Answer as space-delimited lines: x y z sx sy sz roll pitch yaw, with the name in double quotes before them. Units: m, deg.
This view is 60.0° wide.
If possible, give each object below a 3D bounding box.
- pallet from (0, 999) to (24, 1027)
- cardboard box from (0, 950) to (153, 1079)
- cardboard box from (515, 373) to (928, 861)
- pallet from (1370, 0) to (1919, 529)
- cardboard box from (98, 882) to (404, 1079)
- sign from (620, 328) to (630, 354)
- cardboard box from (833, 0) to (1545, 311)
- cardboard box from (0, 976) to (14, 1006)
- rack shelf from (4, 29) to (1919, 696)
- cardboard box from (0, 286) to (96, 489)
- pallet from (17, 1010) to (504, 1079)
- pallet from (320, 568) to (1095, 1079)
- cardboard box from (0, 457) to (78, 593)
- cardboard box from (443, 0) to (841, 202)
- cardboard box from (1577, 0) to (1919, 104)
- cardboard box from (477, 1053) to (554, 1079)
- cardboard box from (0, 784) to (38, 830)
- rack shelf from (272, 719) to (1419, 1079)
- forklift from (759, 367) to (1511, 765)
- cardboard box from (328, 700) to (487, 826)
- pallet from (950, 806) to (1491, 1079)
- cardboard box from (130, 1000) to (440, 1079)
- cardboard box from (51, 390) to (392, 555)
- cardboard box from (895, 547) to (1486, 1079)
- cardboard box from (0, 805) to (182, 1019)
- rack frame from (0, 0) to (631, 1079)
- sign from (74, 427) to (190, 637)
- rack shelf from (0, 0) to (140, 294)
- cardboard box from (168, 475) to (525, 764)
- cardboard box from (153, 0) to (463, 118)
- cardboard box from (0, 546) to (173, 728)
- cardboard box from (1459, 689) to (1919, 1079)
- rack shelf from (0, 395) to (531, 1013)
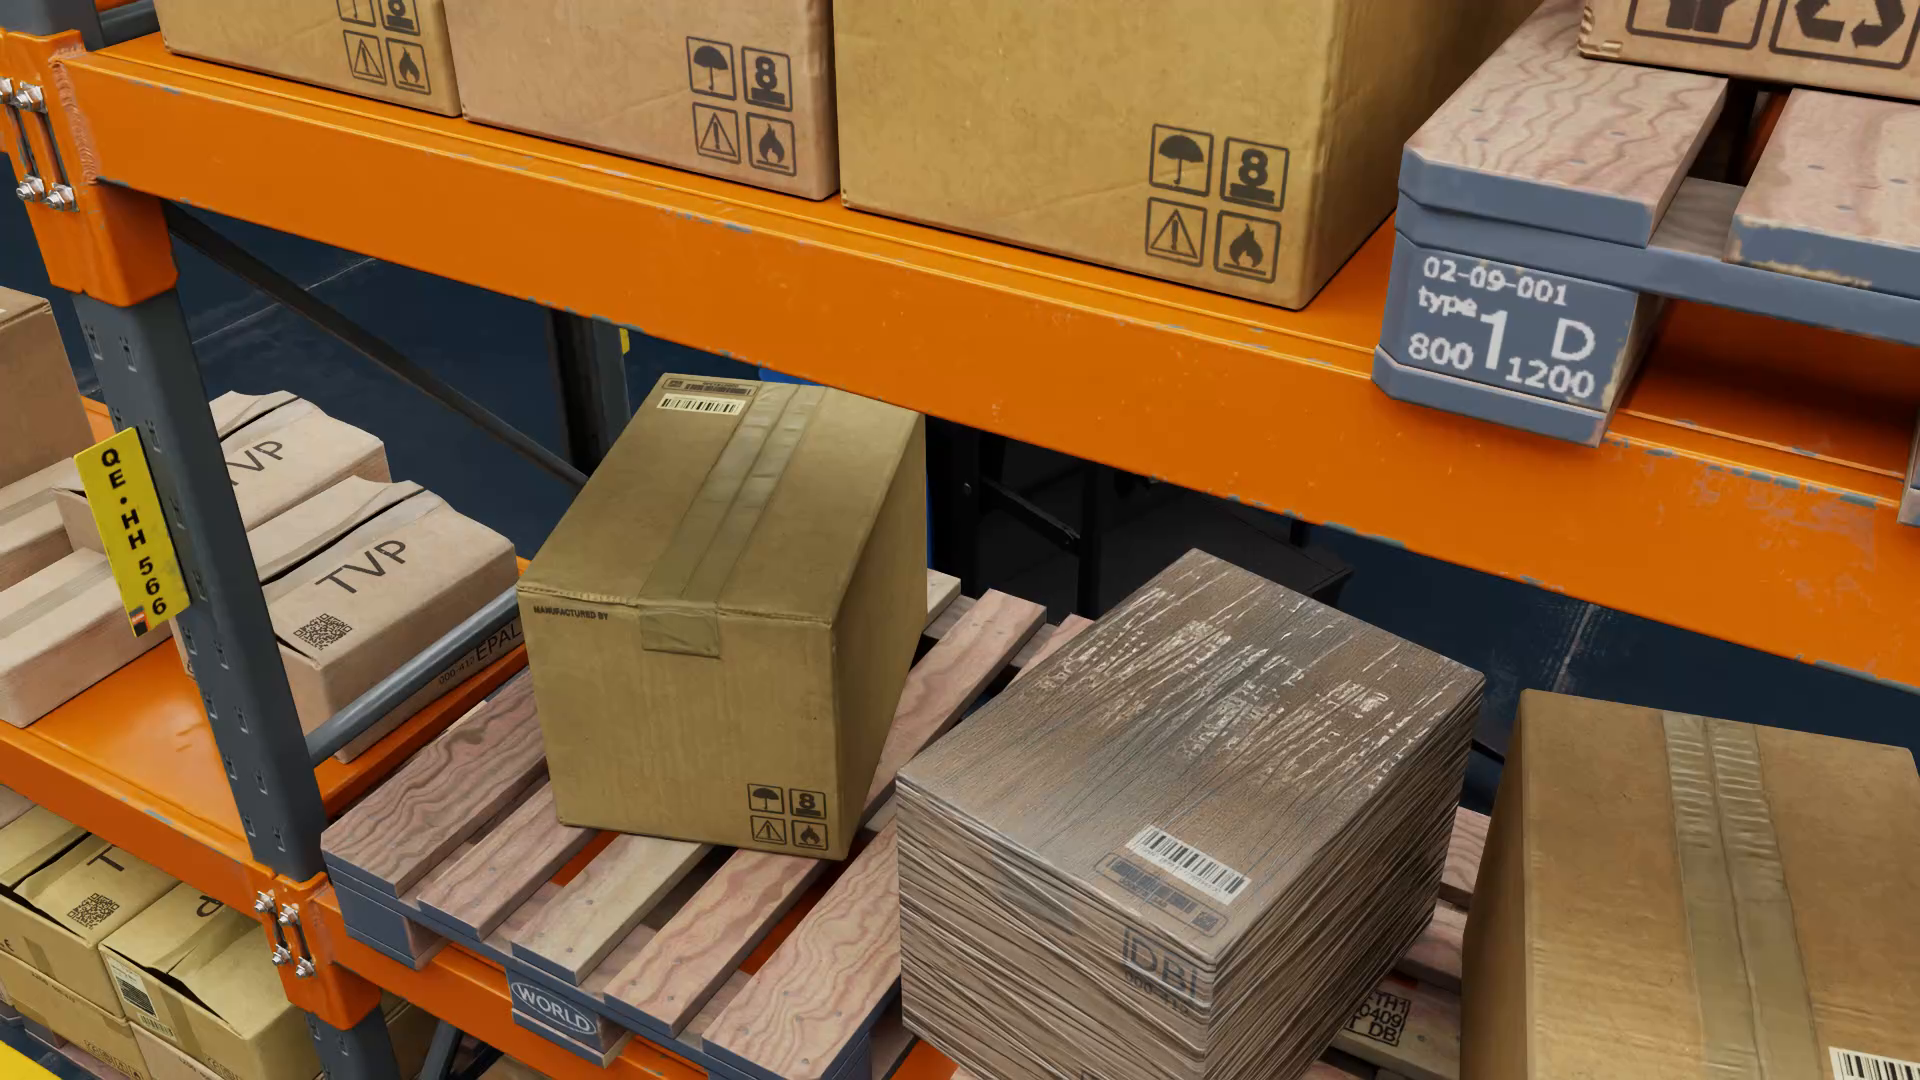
"pallet" -2.724 0.785 4.880 1.213 0.211 1.003 18 37 24
"cardboard box" -2.001 1.008 4.132 0.500 0.250 0.500 17 37 24
"cardboard box" -0.371 0.108 2.912 0.500 0.500 0.700 6 34 9
"pallet" 1.066 -0.361 1.550 1.003 0.211 1.213 18 37 24
"cardboard box" -1.551 0.916 3.763 0.500 0.311 0.500 19 38 26
"sign" -0.713 -0.507 3.332 0.005 0.325 0.100 18 37 24
"cardboard box" 0.316 -0.697 1.794 0.500 0.500 0.910 18 37 24
"cardboard box" -2.436 0.868 4.342 0.500 0.250 0.500 18 38 25
"rack shelf" 0.763 -0.193 1.777 4.000 0.370 1.077 18 37 24
"cardboard box" -2.439 -0.289 3.888 0.500 0.500 0.500 16 37 22
"pallet" -1.669 1.121 4.376 1.213 0.211 1.003 18 37 24
"pallet" -0.350 0.438 3.059 1.003 0.211 1.213 18 37 24
"cardboard box" -2.109 -0.013 3.790 0.250 0.149 0.380 21 39 28
"cardboard box" -0.135 -0.840 2.009 0.500 0.500 0.910 18 37 24
"cardboard box" 0.939 -0.740 1.390 0.600 0.600 0.600 16 37 23
"cardboard box" -0.720 1.326 3.411 0.500 0.500 0.500 19 38 26
"cardboard box" -2.442 0.637 4.184 0.500 0.311 0.500 17 37 24
"rack shelf" 0.763 1.055 2.608 4.000 0.370 1.077 18 37 24
"forklift" 0.588 -0.844 4.873 1.130 2.935 3.031 -25 41 -32
"cardboard box" -1.283 0.657 4.154 0.500 0.311 0.500 19 38 26
"pallet" 0.717 0.818 2.488 1.213 0.211 1.003 18 37 24
"cardboard box" -1.552 1.148 3.921 0.500 0.250 0.500 19 38 25
"cardboard box" -1.654 -0.096 3.769 0.500 0.311 0.500 17 37 24
"cardboard box" 0.328 0.452 2.396 0.500 0.500 0.700 25 41 33
"cardboard box" -2.005 0.777 3.973 0.500 0.311 0.500 17 37 24
"rack frame" -0.974 0.206 3.235 0.127 3.000 1.000 18 37 24
"sign" -1.246 -0.008 2.511 0.005 0.325 0.100 18 37 24
"rack shelf" -2.710 -1.293 3.429 4.000 0.370 1.077 18 37 24
"cardboard box" -1.268 0.122 3.441 0.500 0.311 0.500 20 39 27
"cardboard box" -0.578 -0.981 2.220 0.500 0.500 0.910 18 37 24
"cardboard box" -1.892 0.196 3.476 0.250 0.149 0.380 18 37 24
"cardboard box" 0.935 0.633 2.124 0.500 0.500 0.700 8 35 12
"rack shelf" -2.710 -0.045 4.260 4.000 0.370 1.077 18 37 24
